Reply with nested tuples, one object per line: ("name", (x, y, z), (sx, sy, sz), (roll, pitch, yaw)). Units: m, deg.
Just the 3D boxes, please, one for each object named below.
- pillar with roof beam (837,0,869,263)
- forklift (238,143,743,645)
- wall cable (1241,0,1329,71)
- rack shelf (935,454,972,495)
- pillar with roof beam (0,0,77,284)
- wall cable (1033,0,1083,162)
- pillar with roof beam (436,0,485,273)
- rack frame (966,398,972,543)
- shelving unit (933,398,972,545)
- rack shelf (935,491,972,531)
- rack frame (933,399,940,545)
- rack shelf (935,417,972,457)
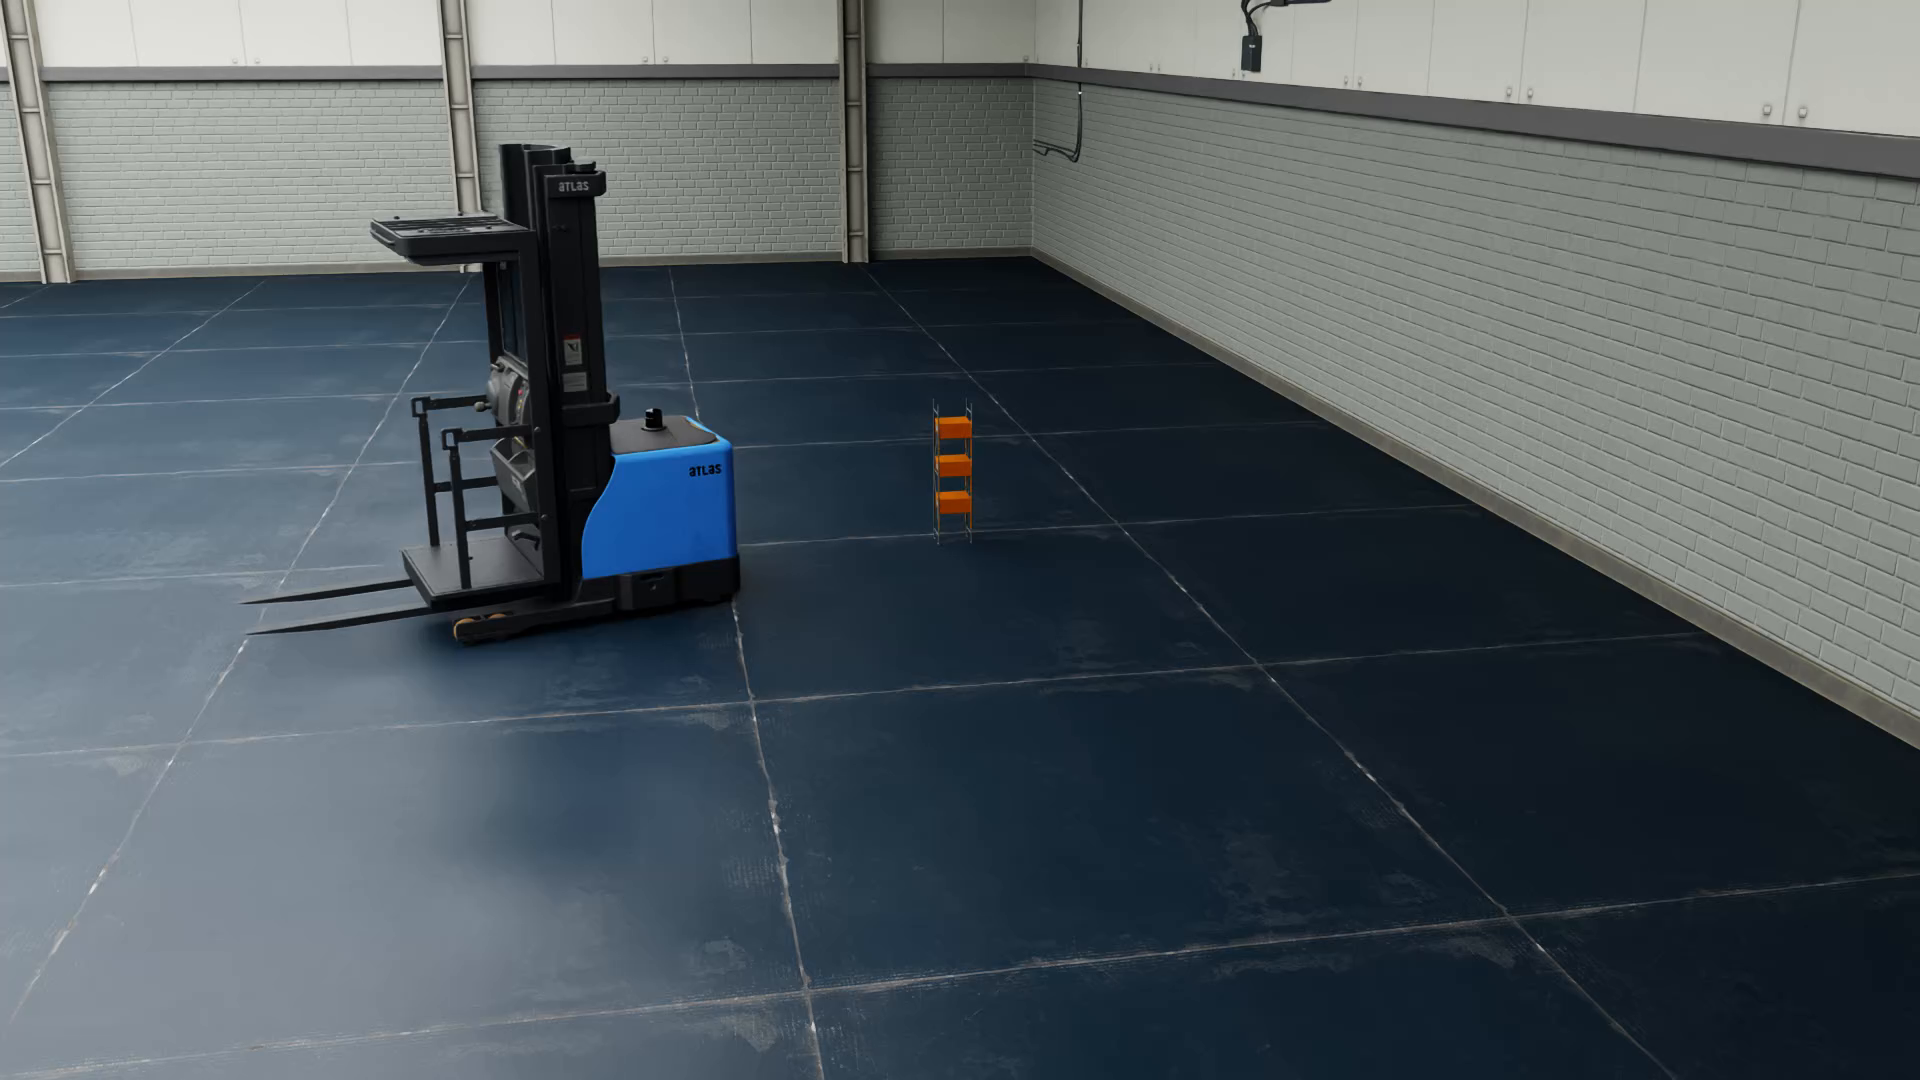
("pillar with roof beam", (-0.886, -7.599, 21.725), (0.400, 9.000, 9.100), (-3, 17, -10))
("forklift", (-2.987, -0.931, 10.351), (3.031, 2.935, 1.130), (-9, 19, -26))
("wall cable", (3.226, -7.511, 15.646), (0.169, 6.003, 2.305), (-3, 17, -10))
("rack shelf", (-0.053, -0.489, 12.151), (0.240, 0.259, 0.215), (-3, 17, -10))
("pillar with roof beam", (-12.668, -6.930, 19.549), (0.400, 9.000, 9.100), (-3, 17, -10))
("wall cable", (1.440, -7.138, 25.515), (0.112, 2.526, 3.097), (-3, 17, -10))
("pillar with roof beam", (-6.777, -7.265, 20.637), (0.400, 9.000, 9.100), (-3, 17, -10))
("rack frame", (0.067, -0.506, 12.170), (0.008, 1.050, 0.200), (-3, 17, -10))
("shelving unit", (-0.053, -0.499, 12.148), (0.252, 1.050, 0.215), (-3, 17, -10))
("rack shelf", (-0.053, -0.223, 12.233), (0.240, 0.259, 0.215), (-3, 17, -10))
("rack frame", (-0.172, -0.492, 12.126), (0.008, 1.050, 0.200), (-3, 17, -10))
("rack shelf", (-0.053, -0.760, 12.068), (0.240, 0.259, 0.215), (-3, 17, -10))
